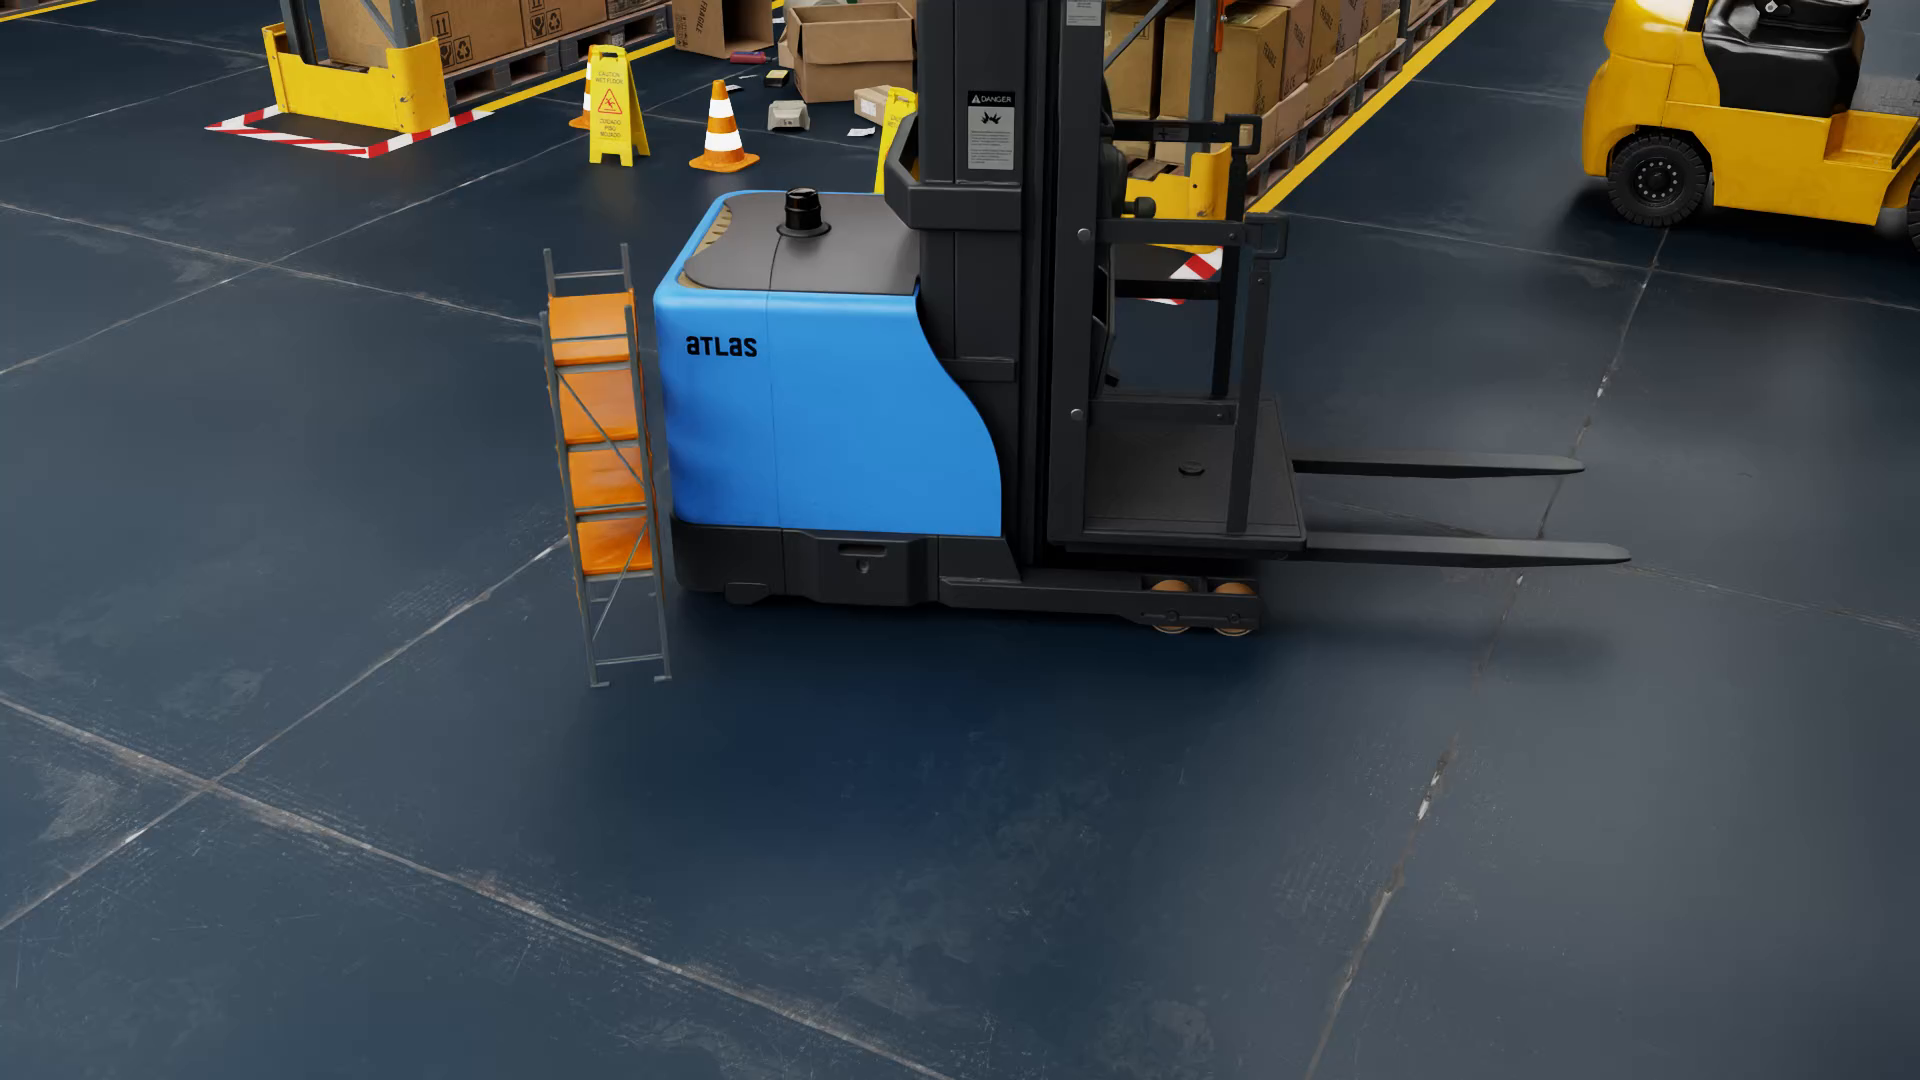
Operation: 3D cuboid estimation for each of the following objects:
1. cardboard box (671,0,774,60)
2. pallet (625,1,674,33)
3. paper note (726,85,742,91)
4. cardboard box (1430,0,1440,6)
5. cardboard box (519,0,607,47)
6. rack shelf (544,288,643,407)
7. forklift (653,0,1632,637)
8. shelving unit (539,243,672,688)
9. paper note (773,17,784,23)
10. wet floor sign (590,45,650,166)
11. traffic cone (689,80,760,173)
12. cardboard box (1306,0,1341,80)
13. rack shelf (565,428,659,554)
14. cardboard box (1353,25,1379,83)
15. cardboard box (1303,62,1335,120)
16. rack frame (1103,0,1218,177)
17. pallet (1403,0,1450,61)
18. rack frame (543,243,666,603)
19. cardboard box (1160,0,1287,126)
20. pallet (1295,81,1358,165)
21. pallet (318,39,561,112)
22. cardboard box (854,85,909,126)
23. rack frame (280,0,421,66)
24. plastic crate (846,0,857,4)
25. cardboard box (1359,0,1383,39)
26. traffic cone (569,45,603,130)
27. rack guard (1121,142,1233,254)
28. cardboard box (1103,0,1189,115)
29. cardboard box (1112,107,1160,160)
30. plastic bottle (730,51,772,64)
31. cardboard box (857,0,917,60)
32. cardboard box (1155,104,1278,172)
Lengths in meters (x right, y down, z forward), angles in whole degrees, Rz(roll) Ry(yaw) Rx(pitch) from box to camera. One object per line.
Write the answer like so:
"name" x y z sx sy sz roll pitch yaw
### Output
"cardboard box" -1.675 -3.725 11.732 0.500 0.500 0.500 21 36 32
"pallet" -2.297 -4.200 12.852 1.003 0.211 1.213 14 33 23
"paper note" -1.497 -2.959 10.873 0.142 0.017 0.144 -25 38 -36
"cardboard box" 3.132 -4.246 12.348 0.950 0.372 0.625 16 34 26
"cardboard box" -3.055 -3.922 11.280 0.875 0.875 0.875 14 33 23
"rack shelf" -1.037 -0.552 4.716 0.258 0.148 0.480 -6 30 -9
"forklift" 0.621 -1.245 4.975 3.031 2.935 1.130 2 30 4
"shelving unit" -1.036 -0.211 4.912 0.258 1.200 0.503 -6 30 -9
"paper note" -1.382 -3.938 12.576 0.147 0.020 0.142 -7 31 -11
"wet floor sign" -1.954 -2.472 9.407 0.267 0.644 0.232 9 31 15
"traffic cone" -1.346 -2.361 9.397 0.336 0.463 0.334 14 33 23
"cardboard box" 1.843 -2.951 9.463 0.500 0.500 0.500 15 33 24
"rack shelf" -1.036 -0.153 4.945 0.258 0.148 0.480 -6 30 -9
"cardboard box" 2.308 -3.079 10.439 0.500 0.250 0.500 13 32 22
"cardboard box" 1.839 -2.631 9.659 0.500 0.250 0.500 17 34 27
"rack frame" 0.749 -2.877 7.748 1.000 3.000 0.127 14 33 23
"pallet" 2.925 -3.787 12.132 1.003 0.211 1.213 14 33 23
"rack frame" -1.083 -0.330 5.119 0.240 1.200 0.015 -6 30 -9
"cardboard box" 1.373 -2.498 8.674 0.500 0.500 0.500 13 32 22
"pallet" 1.742 -2.593 10.053 1.003 0.211 1.213 14 33 23
"pallet" -3.409 -3.118 10.968 1.003 0.211 1.213 14 33 23
"cardboard box" -0.452 -2.680 10.267 0.250 0.149 0.380 -18 34 -28
"rack frame" -3.704 -3.955 9.626 1.000 3.000 0.127 14 33 23
"plastic crate" -0.794 -4.160 12.748 0.662 0.188 0.450 -18 24 -28
"cardboard box" 2.310 -3.416 10.273 0.500 0.500 0.500 15 33 24
"traffic cone" -2.198 -2.769 10.106 0.336 0.463 0.334 14 33 23
"rack guard" 0.784 -1.827 8.429 1.175 0.500 0.348 14 33 23
"cardboard box" 0.882 -2.606 8.863 0.500 0.500 0.500 15 33 24
"cardboard box" 0.889 -2.297 9.077 0.500 0.250 0.500 14 33 23
"plastic bottle" -1.435 -3.333 11.493 0.283 0.061 0.133 4 30 6
"cardboard box" -0.286 -3.623 11.417 0.797 0.637 0.503 14 33 23
"cardboard box" 1.363 -2.162 8.842 0.500 0.250 0.500 14 33 23
